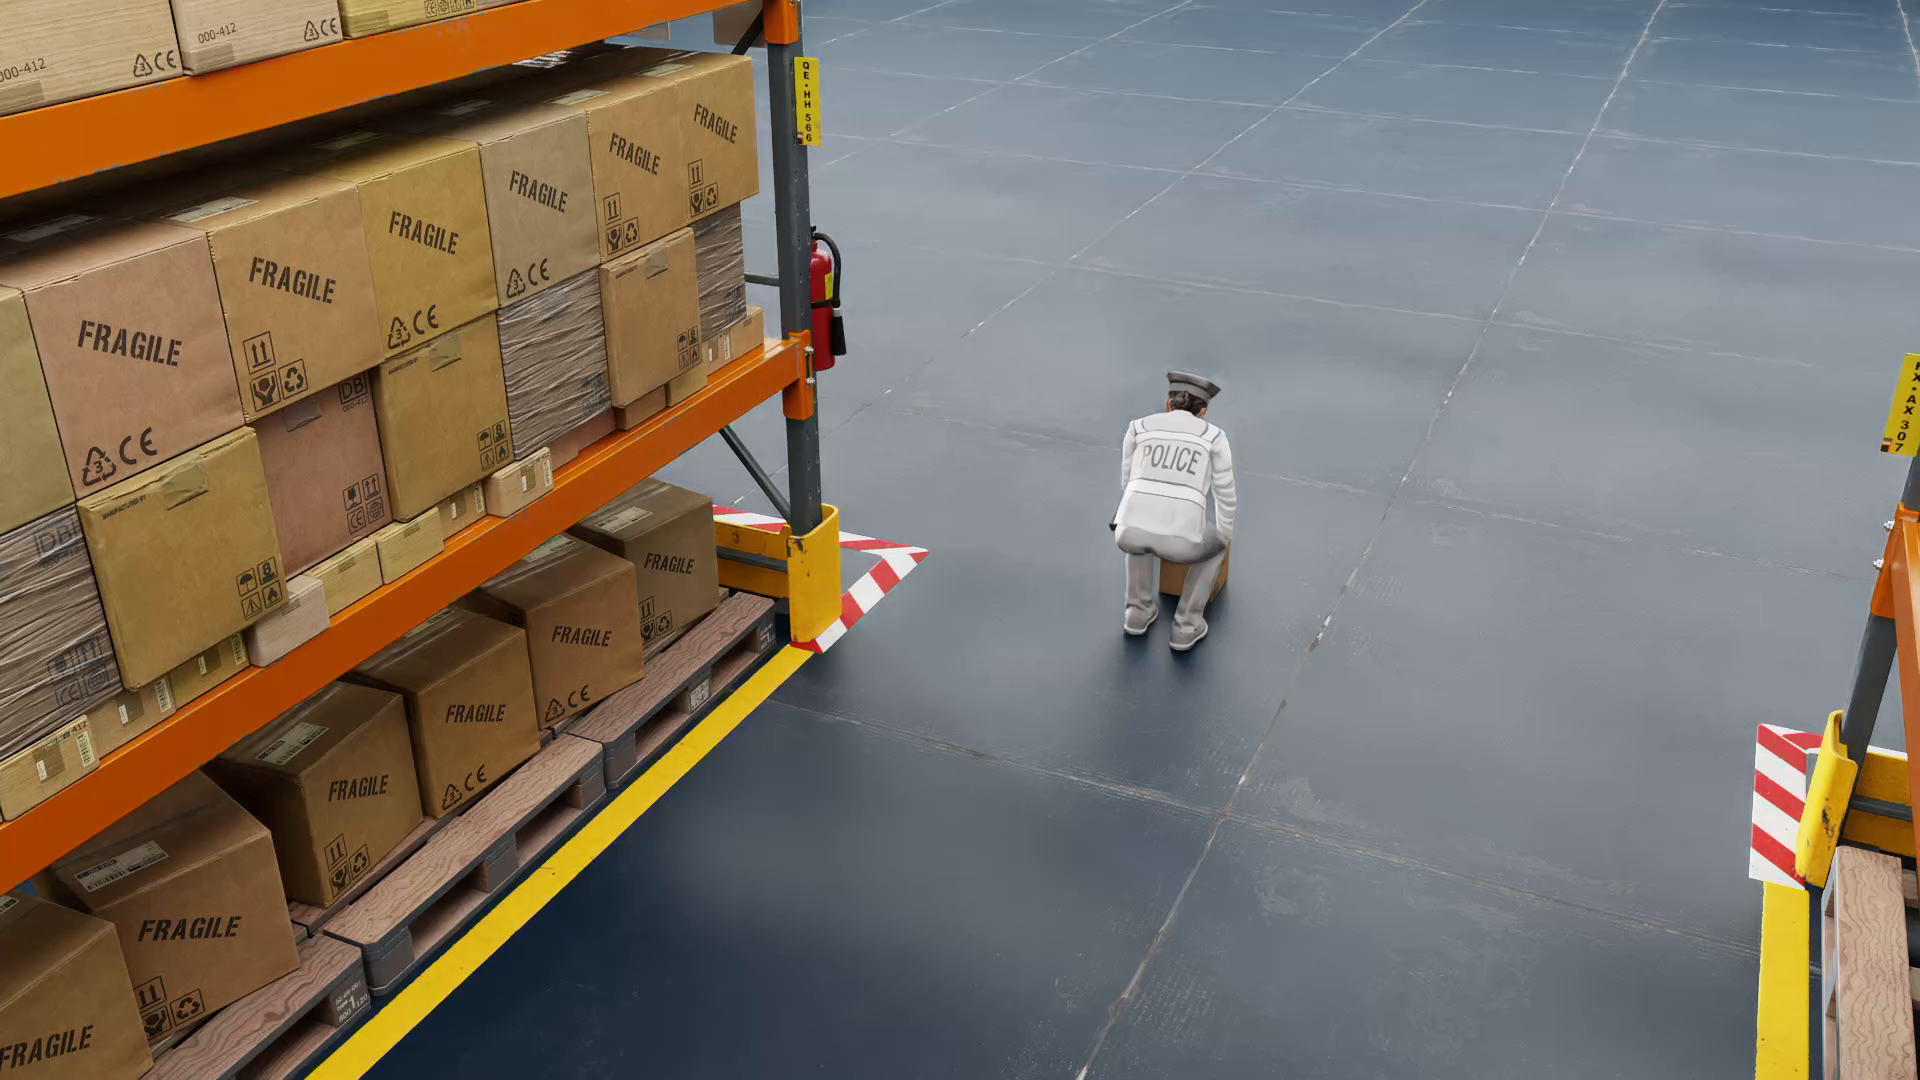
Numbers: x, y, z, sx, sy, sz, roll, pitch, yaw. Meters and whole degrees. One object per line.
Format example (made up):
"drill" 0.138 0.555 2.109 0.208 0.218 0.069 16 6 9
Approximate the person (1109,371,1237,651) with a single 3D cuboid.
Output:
"person" 0.882 -0.128 7.043 0.505 1.075 0.826 11 28 22
